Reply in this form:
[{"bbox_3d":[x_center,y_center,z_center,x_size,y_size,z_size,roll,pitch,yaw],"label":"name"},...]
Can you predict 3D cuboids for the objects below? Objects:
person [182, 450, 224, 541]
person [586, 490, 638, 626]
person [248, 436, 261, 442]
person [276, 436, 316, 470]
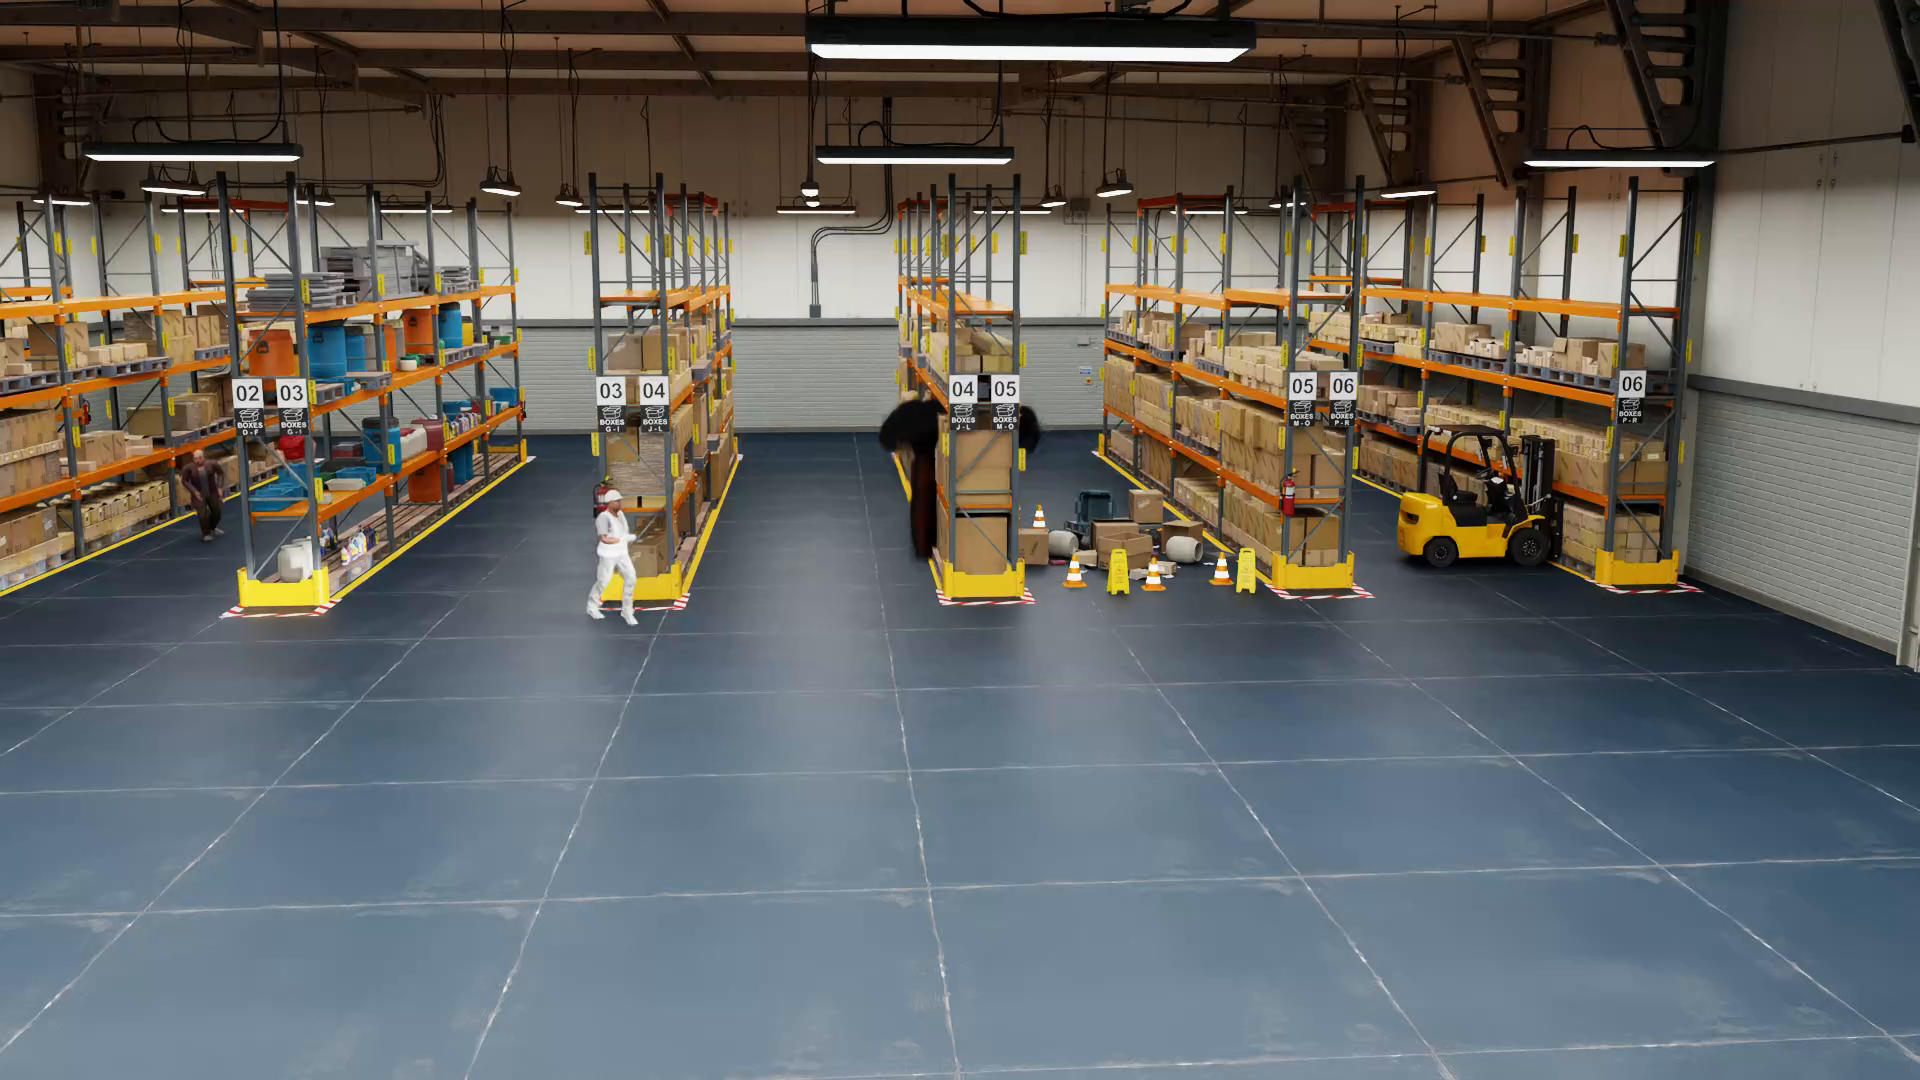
[{"bbox_3d":[-12.941,-0.780,28.437,0.676,1.616,0.895,-7,12,-33],"label":"person"},{"bbox_3d":[-4.632,0.243,22.179,0.879,1.842,0.642,6,12,30],"label":"person"},{"bbox_3d":[-16.938,-2.861,40.039,0.536,1.702,0.769,3,10,16],"label":"person"},{"bbox_3d":[-12.806,-1.439,32.009,0.672,1.681,0.692,0,10,1],"label":"person"}]
